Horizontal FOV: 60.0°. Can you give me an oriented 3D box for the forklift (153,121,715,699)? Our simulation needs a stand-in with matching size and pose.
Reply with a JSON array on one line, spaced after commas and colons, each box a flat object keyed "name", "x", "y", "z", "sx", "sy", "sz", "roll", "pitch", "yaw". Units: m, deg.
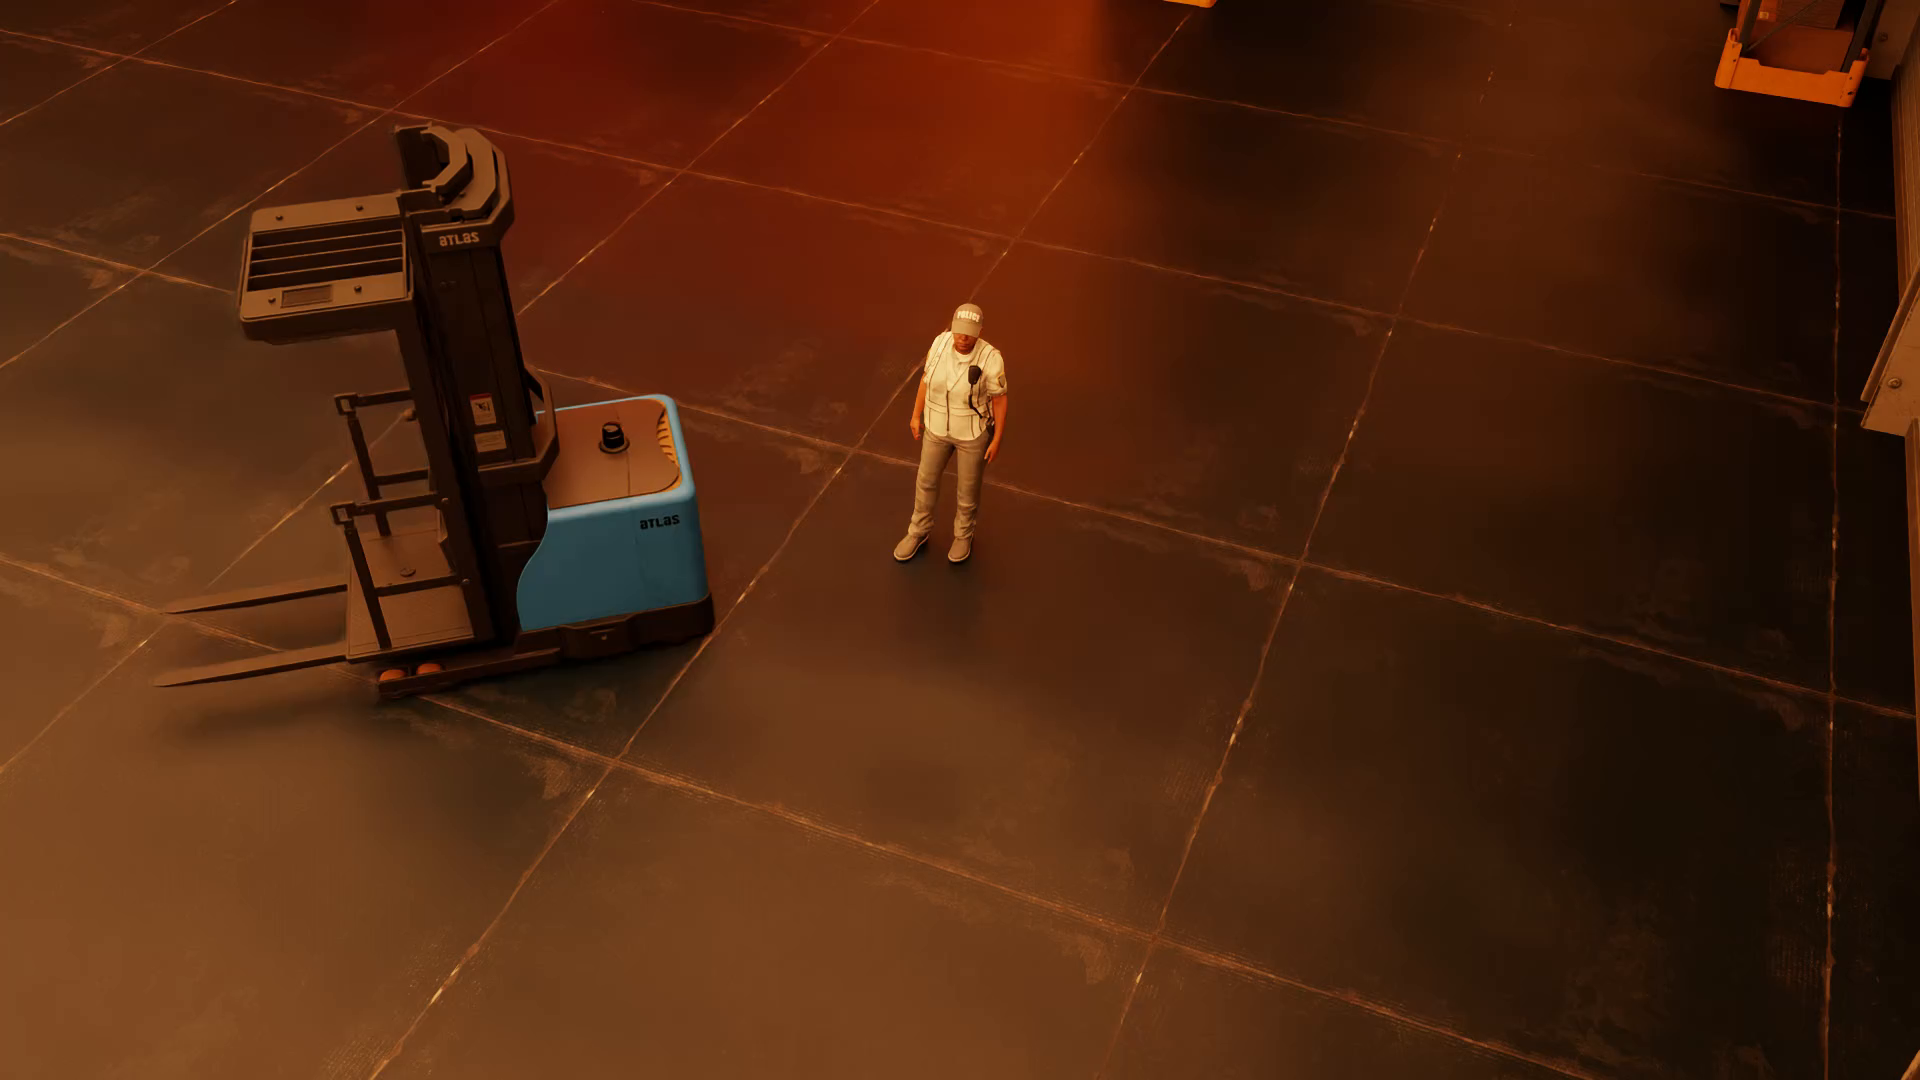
[{"name": "forklift", "x": -2.992, "y": -0.620, "z": 8.747, "sx": 3.031, "sy": 2.935, "sz": 1.130, "roll": -10, "pitch": 41, "yaw": -11}]

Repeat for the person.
[{"name": "person", "x": -0.050, "y": -0.606, "z": 9.702, "sx": 0.598, "sy": 1.670, "sz": 0.529, "roll": 15, "pitch": 42, "yaw": 17}]
